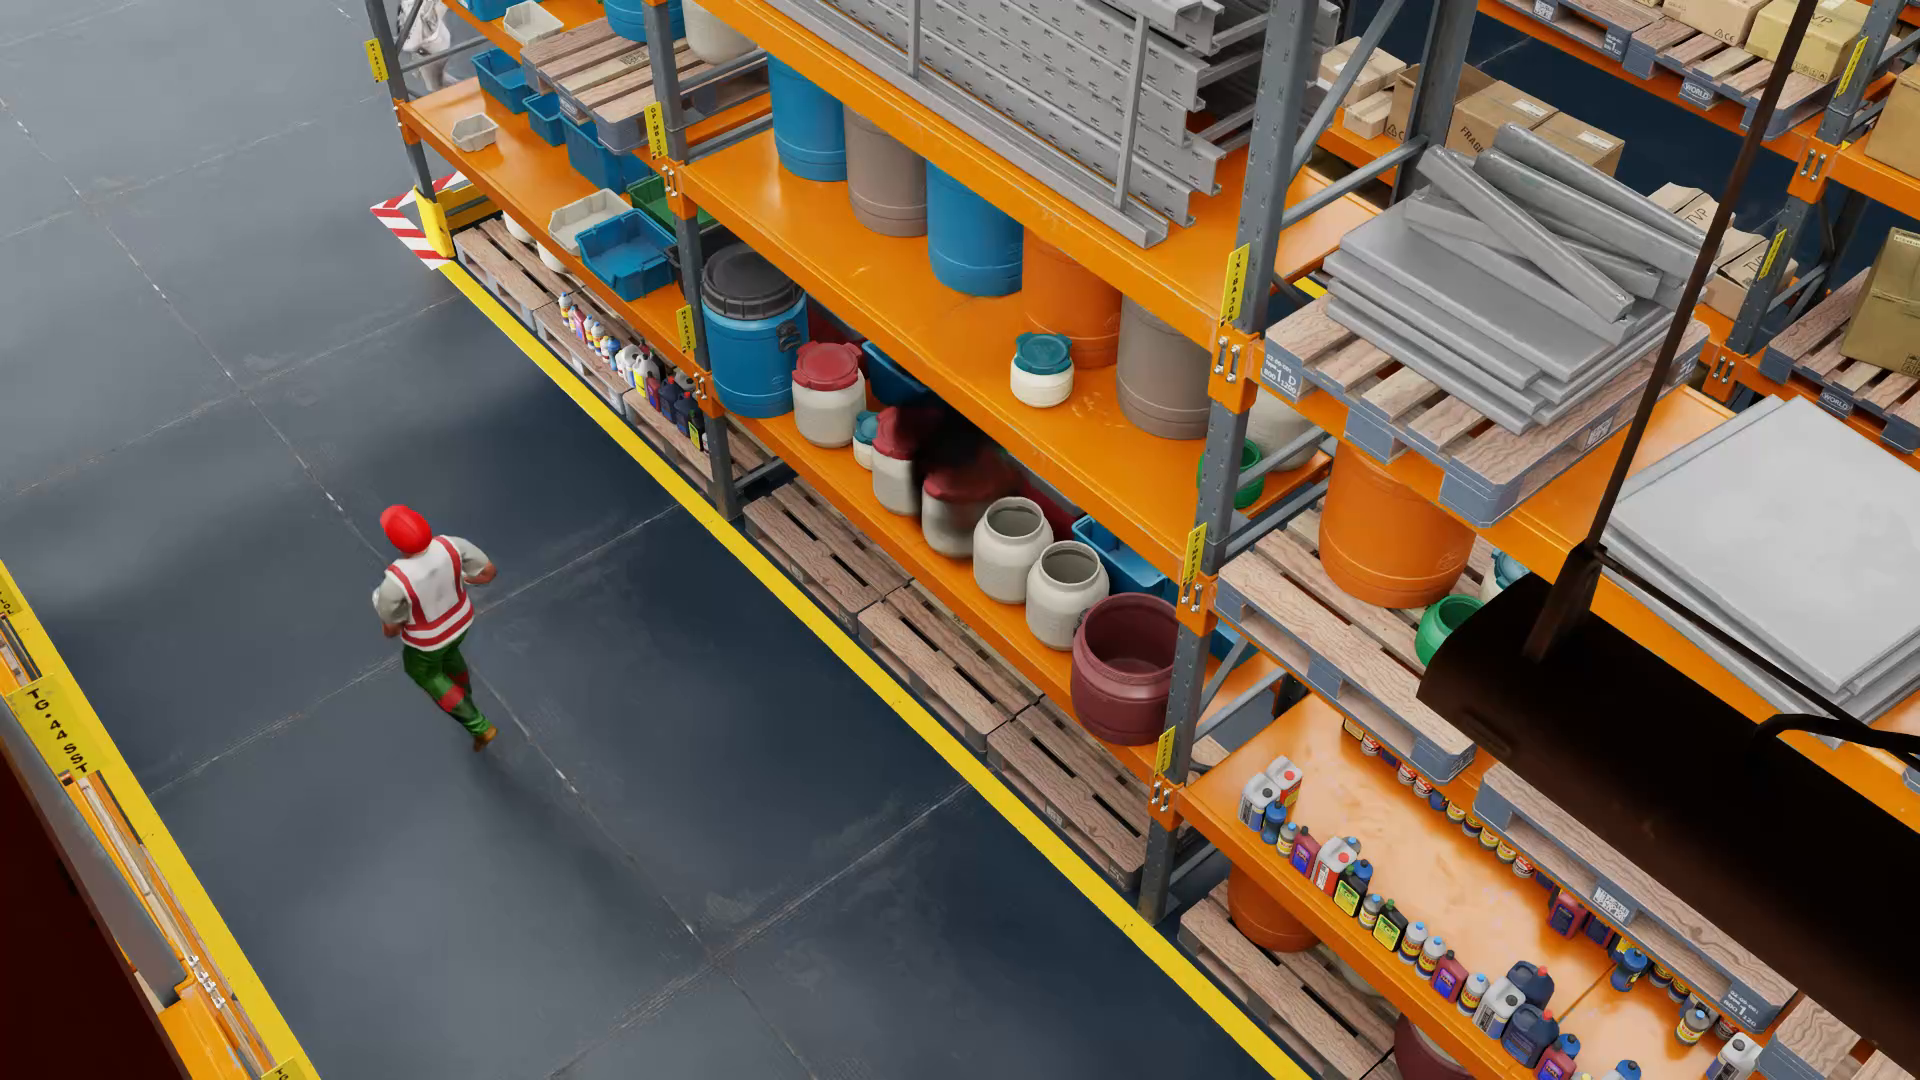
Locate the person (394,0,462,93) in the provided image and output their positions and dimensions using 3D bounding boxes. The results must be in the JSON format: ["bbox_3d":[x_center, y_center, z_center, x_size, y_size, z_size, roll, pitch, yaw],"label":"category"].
[{"bbox_3d":[-4.396,-4.052,13.716,0.506,1.659,0.618,-1,47,-1],"label":"person"}]

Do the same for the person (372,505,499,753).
[{"bbox_3d":[-2.817,0.446,8.954,0.658,1.758,0.661,31,54,26],"label":"person"}]
